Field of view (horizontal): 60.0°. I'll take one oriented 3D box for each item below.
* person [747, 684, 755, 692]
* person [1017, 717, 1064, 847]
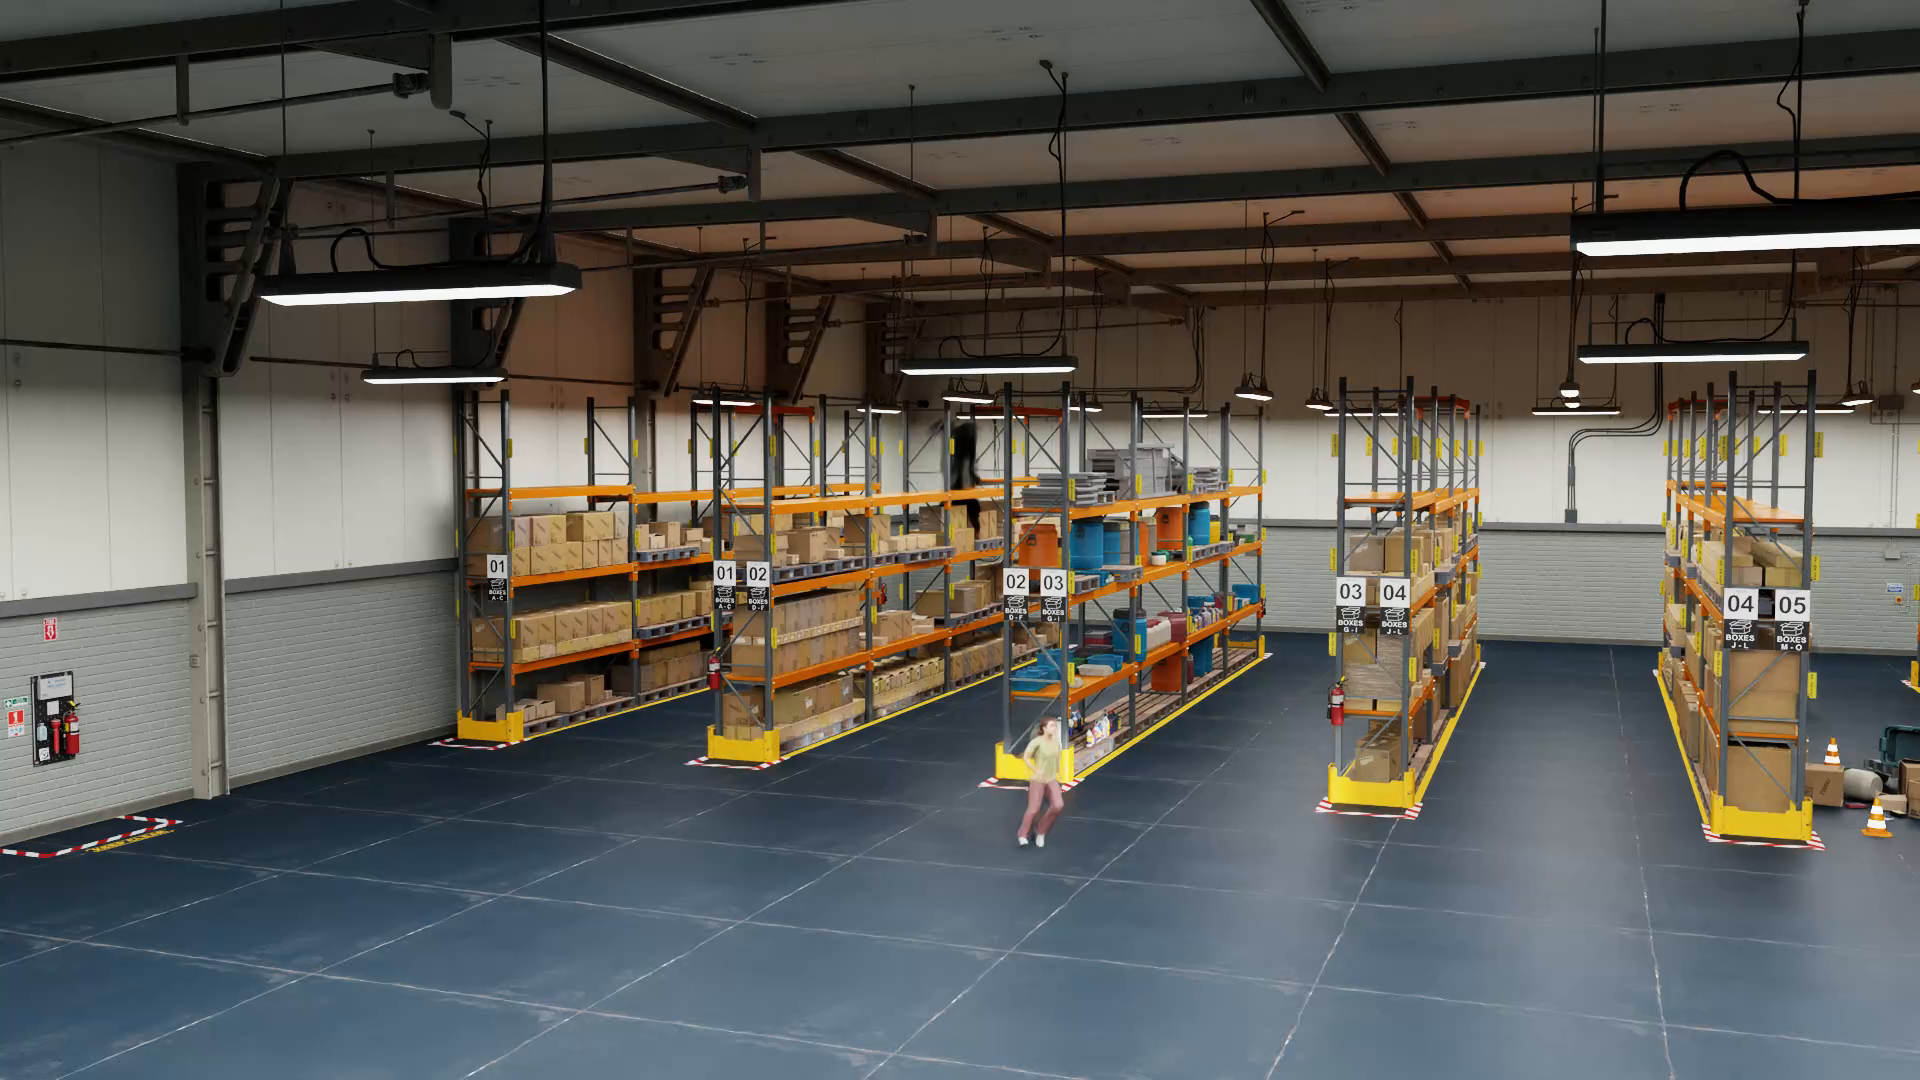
[{"bbox_3d":[-3.809,2.433,30.614,0.643,1.831,0.908,1,3,20],"label":"person"},{"bbox_3d":[1.083,3.031,20.911,0.637,1.623,0.616,-2,4,-29],"label":"person"}]
